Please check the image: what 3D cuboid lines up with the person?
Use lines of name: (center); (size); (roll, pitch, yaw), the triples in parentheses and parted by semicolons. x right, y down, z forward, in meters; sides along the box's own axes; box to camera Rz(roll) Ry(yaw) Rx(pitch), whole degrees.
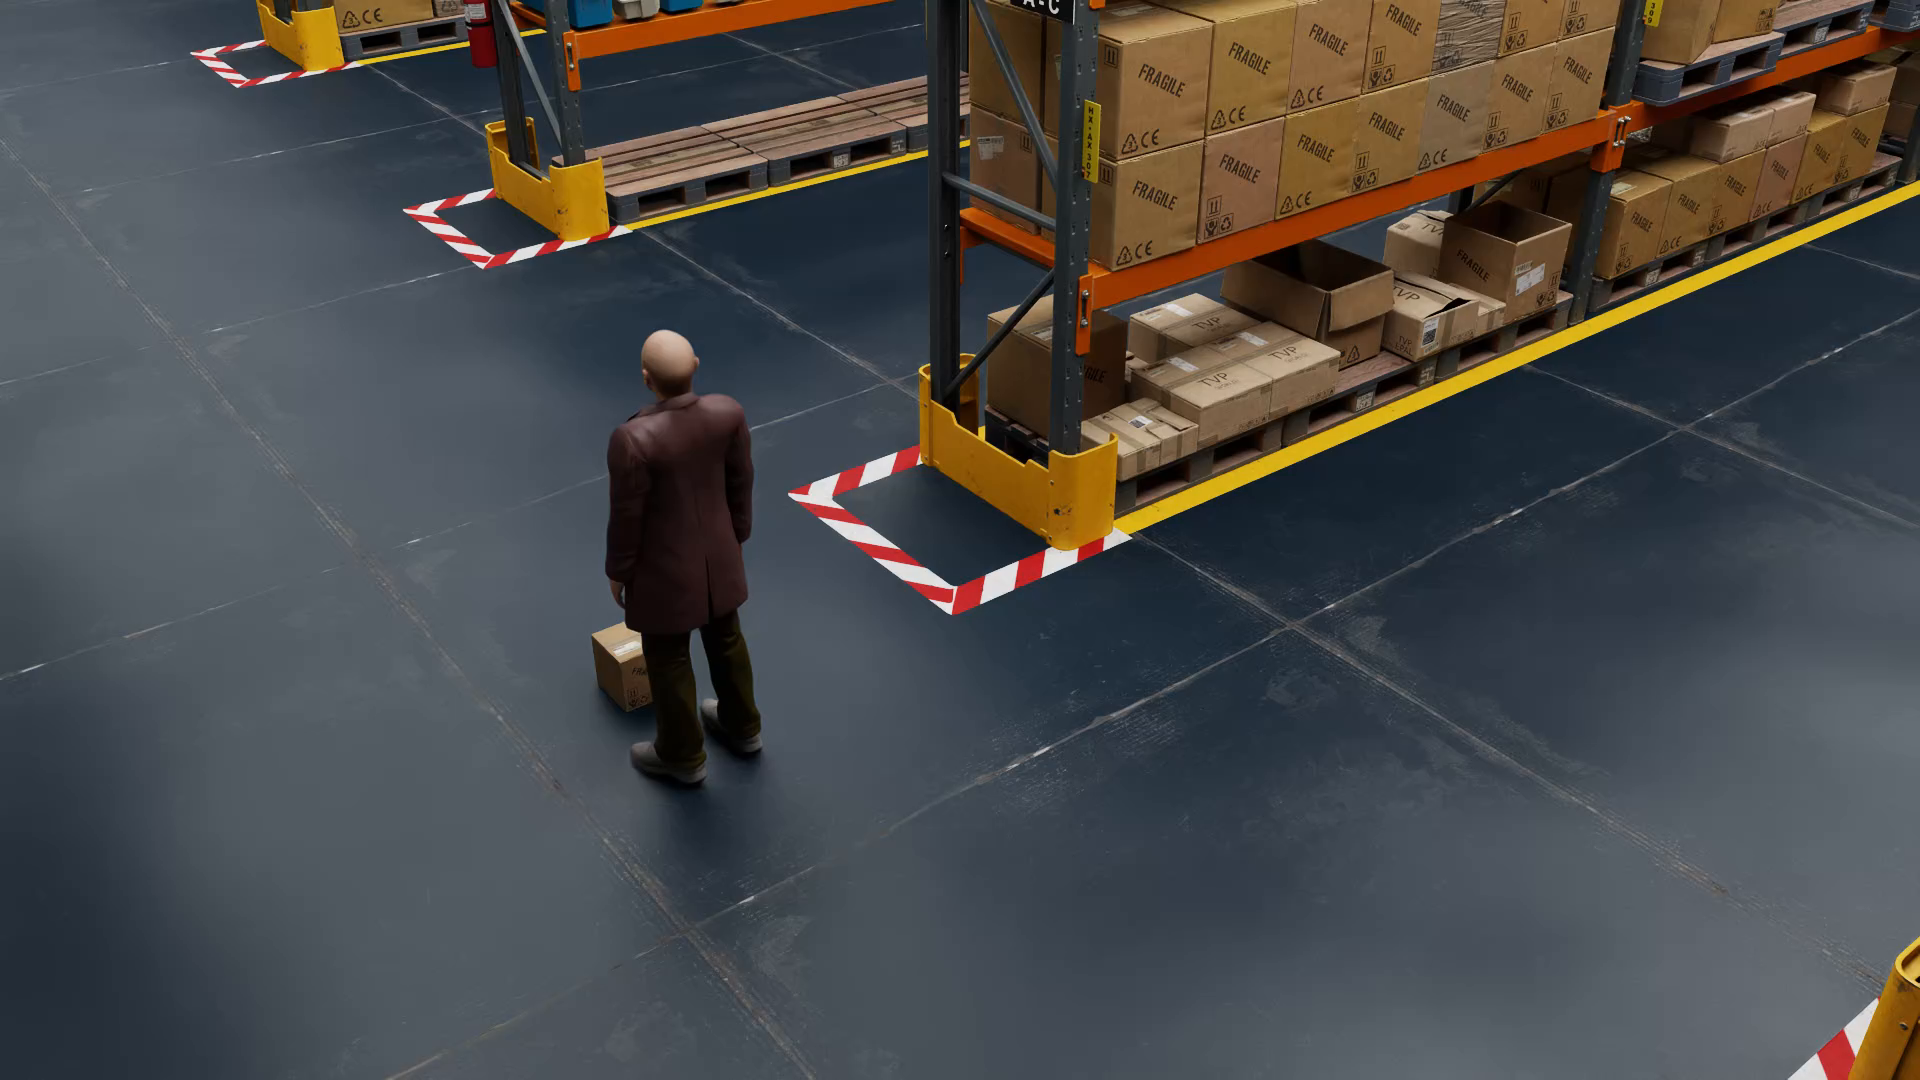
person: (-1.010, 0.063, 6.025); (0.589, 1.802, 0.379); (-26, 40, -35)
